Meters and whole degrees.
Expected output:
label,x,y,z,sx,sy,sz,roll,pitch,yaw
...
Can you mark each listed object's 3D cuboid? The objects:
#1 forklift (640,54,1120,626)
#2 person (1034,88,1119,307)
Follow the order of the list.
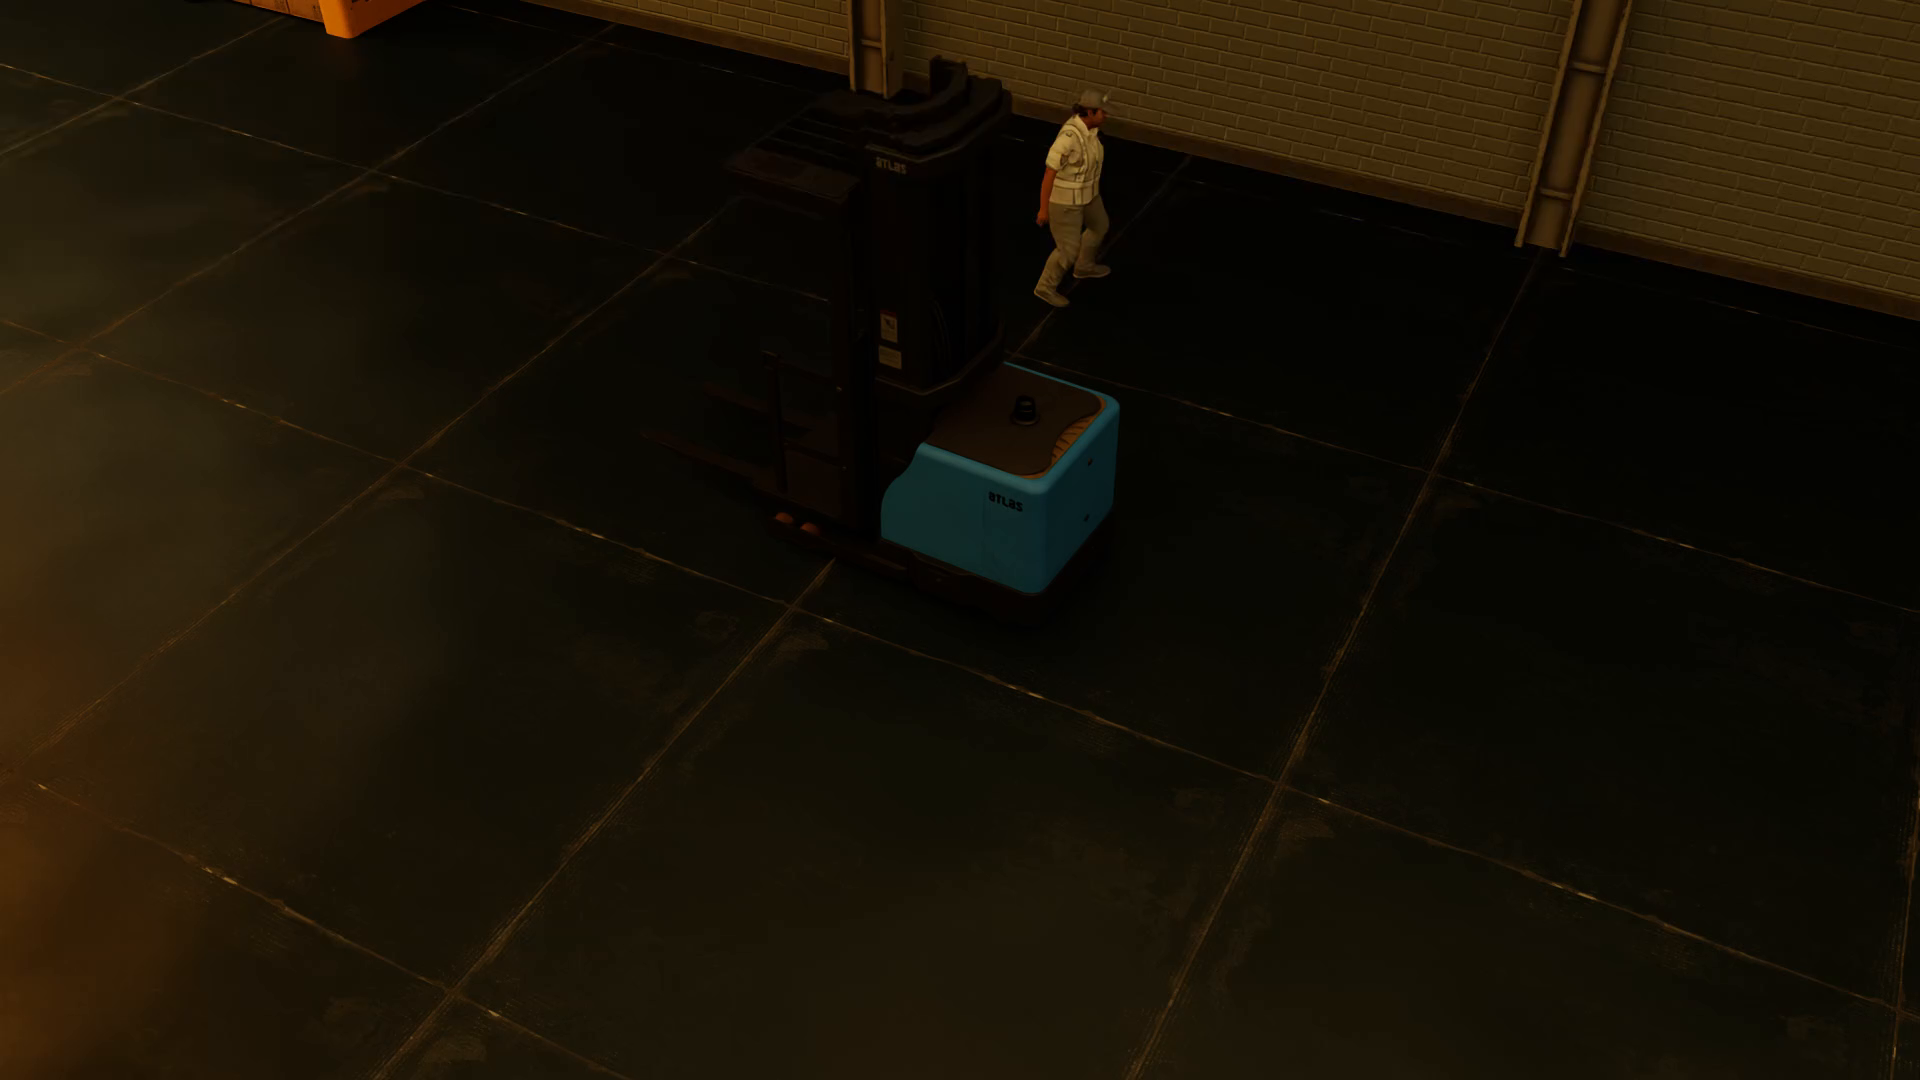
label,x,y,z,sx,sy,sz,roll,pitch,yaw
forklift,-0.596,-1.331,9.567,3.031,2.935,1.130,21,44,23
person,0.846,-2.471,11.953,0.472,1.636,0.819,20,44,22
